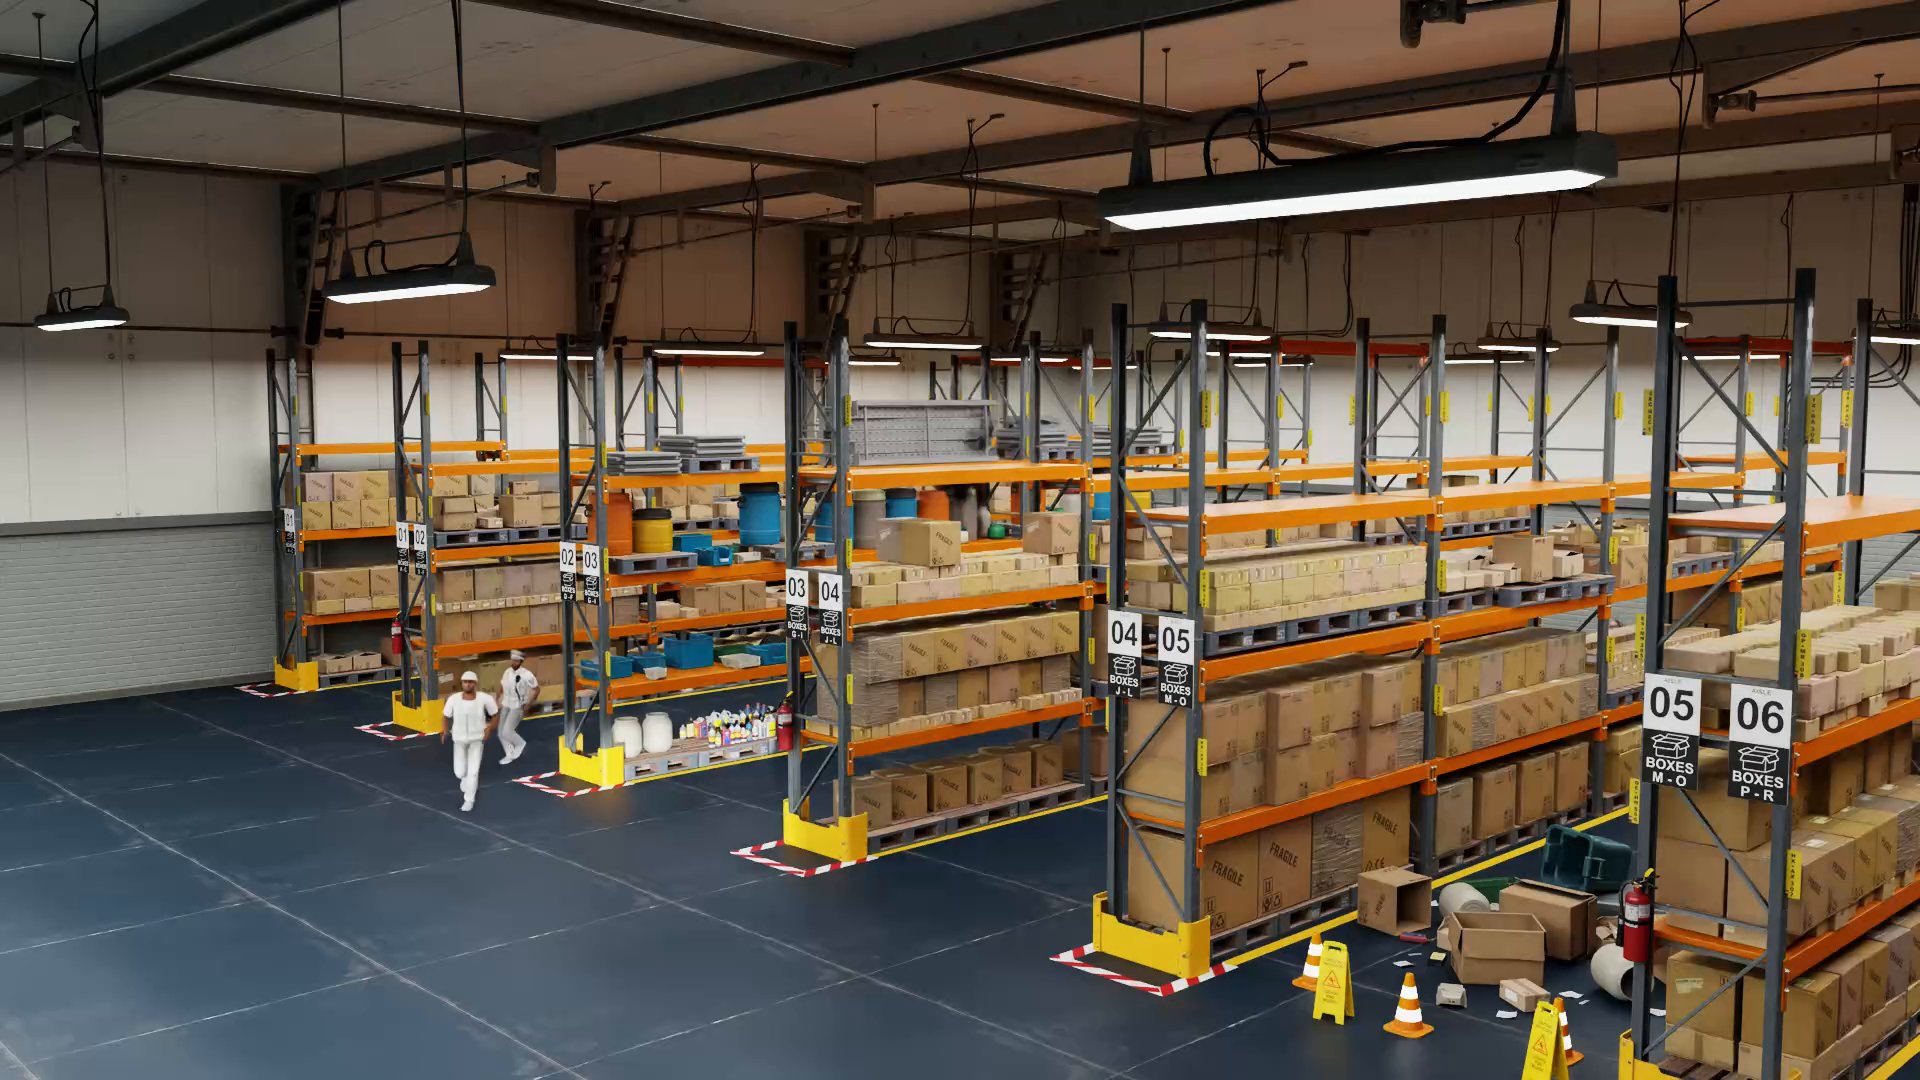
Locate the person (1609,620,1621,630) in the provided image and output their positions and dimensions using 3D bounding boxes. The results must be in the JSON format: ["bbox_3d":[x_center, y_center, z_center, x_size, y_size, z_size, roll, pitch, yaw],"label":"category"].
[{"bbox_3d":[9.968,2.106,25.428,0.639,1.793,0.786,4,7,41],"label":"person"}]

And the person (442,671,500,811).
[{"bbox_3d":[-6.164,2.505,20.950,0.714,1.726,0.664,-1,5,-7],"label":"person"}]

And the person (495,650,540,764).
[{"bbox_3d":[-6.250,2.347,23.265,0.633,1.641,0.495,3,6,27],"label":"person"}]
